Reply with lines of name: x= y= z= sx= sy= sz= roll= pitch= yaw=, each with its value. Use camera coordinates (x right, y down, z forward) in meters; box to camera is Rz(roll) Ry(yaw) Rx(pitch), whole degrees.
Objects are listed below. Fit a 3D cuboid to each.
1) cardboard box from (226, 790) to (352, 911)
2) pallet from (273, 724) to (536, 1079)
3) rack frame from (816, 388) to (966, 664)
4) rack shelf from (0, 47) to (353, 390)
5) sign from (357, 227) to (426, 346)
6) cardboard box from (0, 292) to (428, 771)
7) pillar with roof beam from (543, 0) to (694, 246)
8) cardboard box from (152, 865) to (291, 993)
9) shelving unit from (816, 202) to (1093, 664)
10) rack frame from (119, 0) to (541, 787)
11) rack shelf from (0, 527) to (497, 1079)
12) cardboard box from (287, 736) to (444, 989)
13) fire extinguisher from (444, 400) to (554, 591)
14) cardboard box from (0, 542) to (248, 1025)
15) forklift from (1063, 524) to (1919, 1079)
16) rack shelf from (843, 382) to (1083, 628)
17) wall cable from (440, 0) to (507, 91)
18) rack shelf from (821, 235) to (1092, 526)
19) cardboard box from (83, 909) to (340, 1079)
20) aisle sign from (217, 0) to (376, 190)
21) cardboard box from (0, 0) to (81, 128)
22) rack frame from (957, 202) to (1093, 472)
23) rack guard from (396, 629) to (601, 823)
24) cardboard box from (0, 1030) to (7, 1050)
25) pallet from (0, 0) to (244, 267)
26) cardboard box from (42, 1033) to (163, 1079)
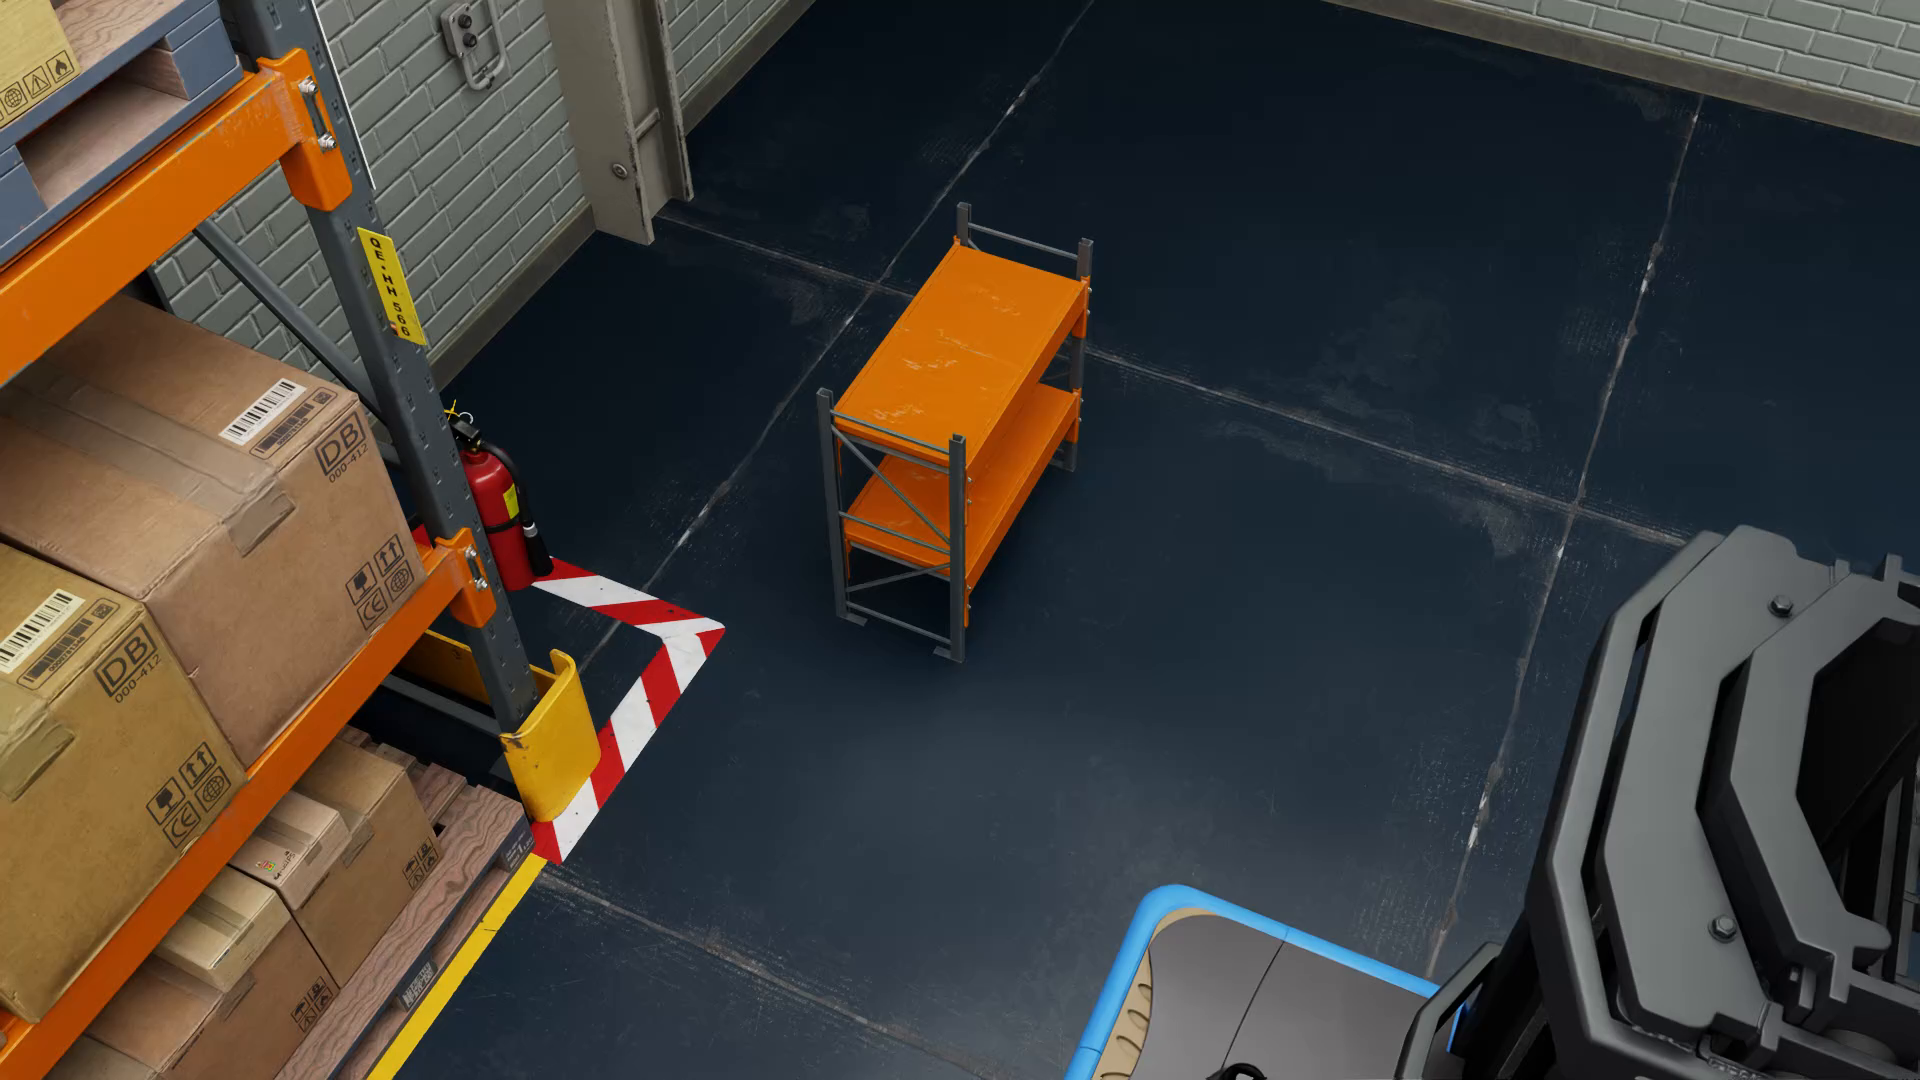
cardboard box: x=-1.904 y=0.807 z=4.534 sx=0.380 sy=0.149 sz=0.250 roll=19 pitch=52 yaw=16
pallet: x=-2.076 y=1.160 z=5.124 sx=1.003 sy=0.211 sz=1.213 roll=20 pitch=52 yaw=16
rack frame: x=-0.214 y=-0.019 z=5.528 sx=0.500 sy=1.125 sz=0.032 roll=20 pitch=52 yaw=16
rack shelf: x=-2.659 y=0.319 z=2.512 sx=1.077 sy=0.370 sz=4.000 roll=20 pitch=52 yaw=16
sign: x=-1.320 y=-0.585 z=3.863 sx=0.100 sy=0.325 sz=0.005 roll=20 pitch=52 yaw=16
cardboard box: x=-2.014 y=-0.062 z=4.136 sx=0.980 sy=0.700 sz=0.700 roll=22 pitch=53 yaw=18
pillar with roof beam: x=2.459 y=-3.003 z=2.897 sx=9.100 sy=9.000 sz=0.400 roll=20 pitch=52 yaw=16
cardboard box: x=-2.012 y=0.983 z=4.384 sx=0.380 sy=0.149 sz=0.250 roll=21 pitch=53 yaw=17
shelving unit: x=0.003 y=-0.369 z=5.826 sx=0.538 sy=1.125 sz=1.048 roll=20 pitch=52 yaw=16
rack frame: x=-1.805 y=-0.319 z=4.552 sx=1.000 sy=3.000 sz=0.127 roll=20 pitch=52 yaw=16
rack shelf: x=-2.659 y=1.291 z=3.654 sx=1.077 sy=0.370 sz=4.000 roll=20 pitch=52 yaw=16
cardboard box: x=-2.013 y=0.869 z=4.906 sx=0.700 sy=0.500 sz=0.500 roll=20 pitch=52 yaw=16
fire extinguisher: x=-1.323 y=-0.127 z=4.684 sx=0.296 sy=0.674 sz=0.183 roll=20 pitch=52 yaw=16
cardboard box: x=-2.314 y=0.442 z=3.707 sx=0.980 sy=0.700 sz=0.700 roll=19 pitch=52 yaw=16
forklift: x=1.634 y=1.388 z=3.144 sx=3.031 sy=2.935 sz=1.130 roll=19 pitch=52 yaw=16
rack shelf: x=0.003 y=-0.211 z=6.012 sx=0.538 sy=0.278 sz=1.000 roll=20 pitch=52 yaw=16
wall cable: x=-2.113 y=-1.838 z=5.177 sx=0.084 sy=1.984 sz=1.851 roll=20 pitch=52 yaw=16
rack shelf: x=0.003 y=-0.559 z=5.603 sx=0.538 sy=0.278 sz=1.000 roll=20 pitch=52 yaw=16
cardboard box: x=-2.227 y=1.214 z=4.613 sx=0.700 sy=0.500 sz=0.500 roll=20 pitch=52 yaw=16
aisle sign: x=-1.503 y=-1.114 z=3.521 sx=0.394 sy=0.787 sz=0.004 roll=20 pitch=52 yaw=16
cardboard box: x=-1.878 y=-0.821 z=2.766 sx=0.500 sy=0.250 sz=0.500 roll=21 pitch=53 yaw=17
rack frame: x=0.220 y=-0.719 z=6.123 sx=0.500 sy=1.125 sz=0.032 roll=20 pitch=52 yaw=16
rack guard: x=-1.795 y=0.474 z=5.518 sx=1.175 sy=0.500 sz=0.348 roll=20 pitch=52 yaw=16
cardboard box: x=-2.648 y=0.964 z=3.263 sx=0.980 sy=0.700 sz=0.700 roll=18 pitch=52 yaw=14
pallet: x=-2.112 y=-0.749 z=3.006 sx=1.003 sy=0.211 sz=1.213 roll=20 pitch=52 yaw=16
cardboard box: x=-2.441 y=1.560 z=4.318 sx=0.700 sy=0.500 sz=0.500 roll=18 pitch=52 yaw=15
